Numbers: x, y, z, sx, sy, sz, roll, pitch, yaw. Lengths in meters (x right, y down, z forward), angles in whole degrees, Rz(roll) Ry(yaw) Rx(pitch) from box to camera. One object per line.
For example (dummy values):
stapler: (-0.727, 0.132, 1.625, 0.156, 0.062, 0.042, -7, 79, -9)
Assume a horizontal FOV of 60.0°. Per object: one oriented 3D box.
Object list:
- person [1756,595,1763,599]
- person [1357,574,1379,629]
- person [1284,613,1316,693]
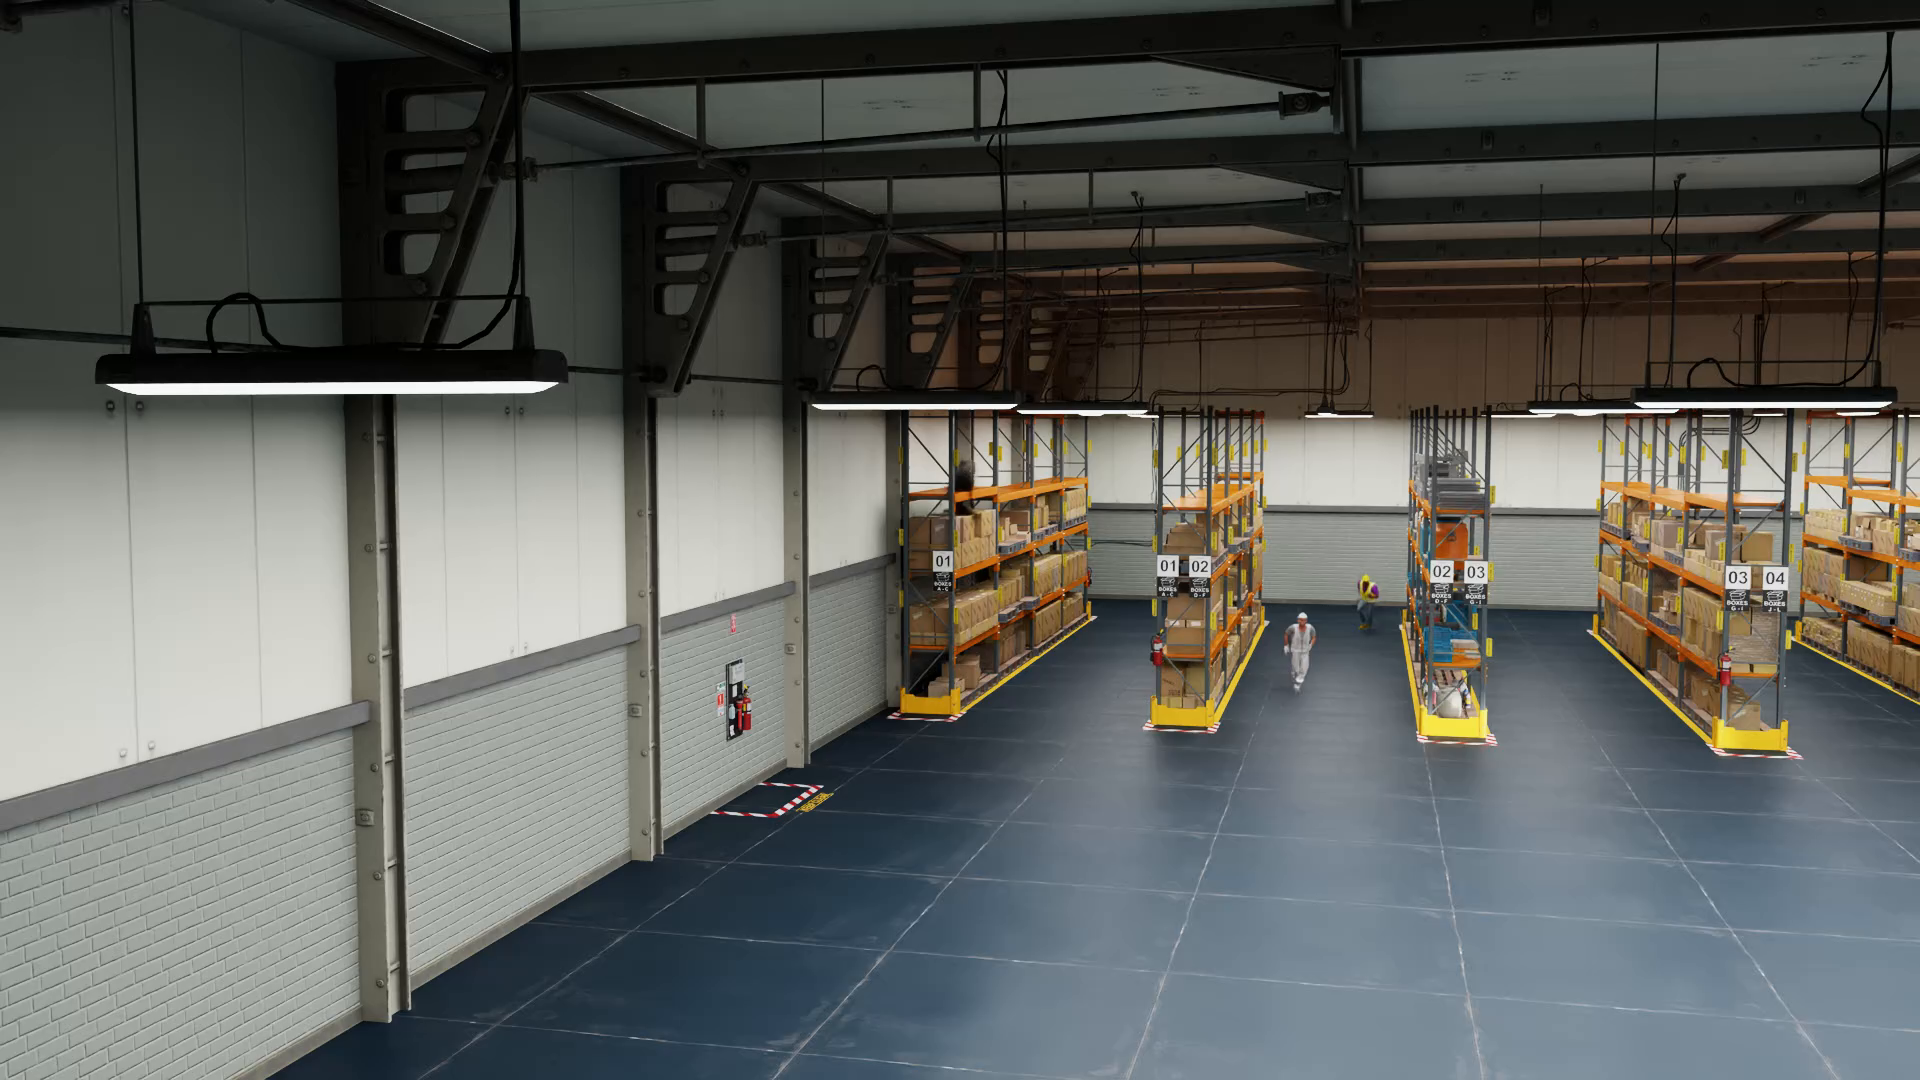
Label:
person: (21.446, 1.733, 44.341, 0.929, 1.643, 0.685, -1, 4, -18)
person: (11.120, 1.664, 45.336, 0.720, 1.530, 1.118, 2, 5, 30)
person: (7.153, 2.362, 34.946, 0.628, 1.709, 0.717, 0, 4, -7)
